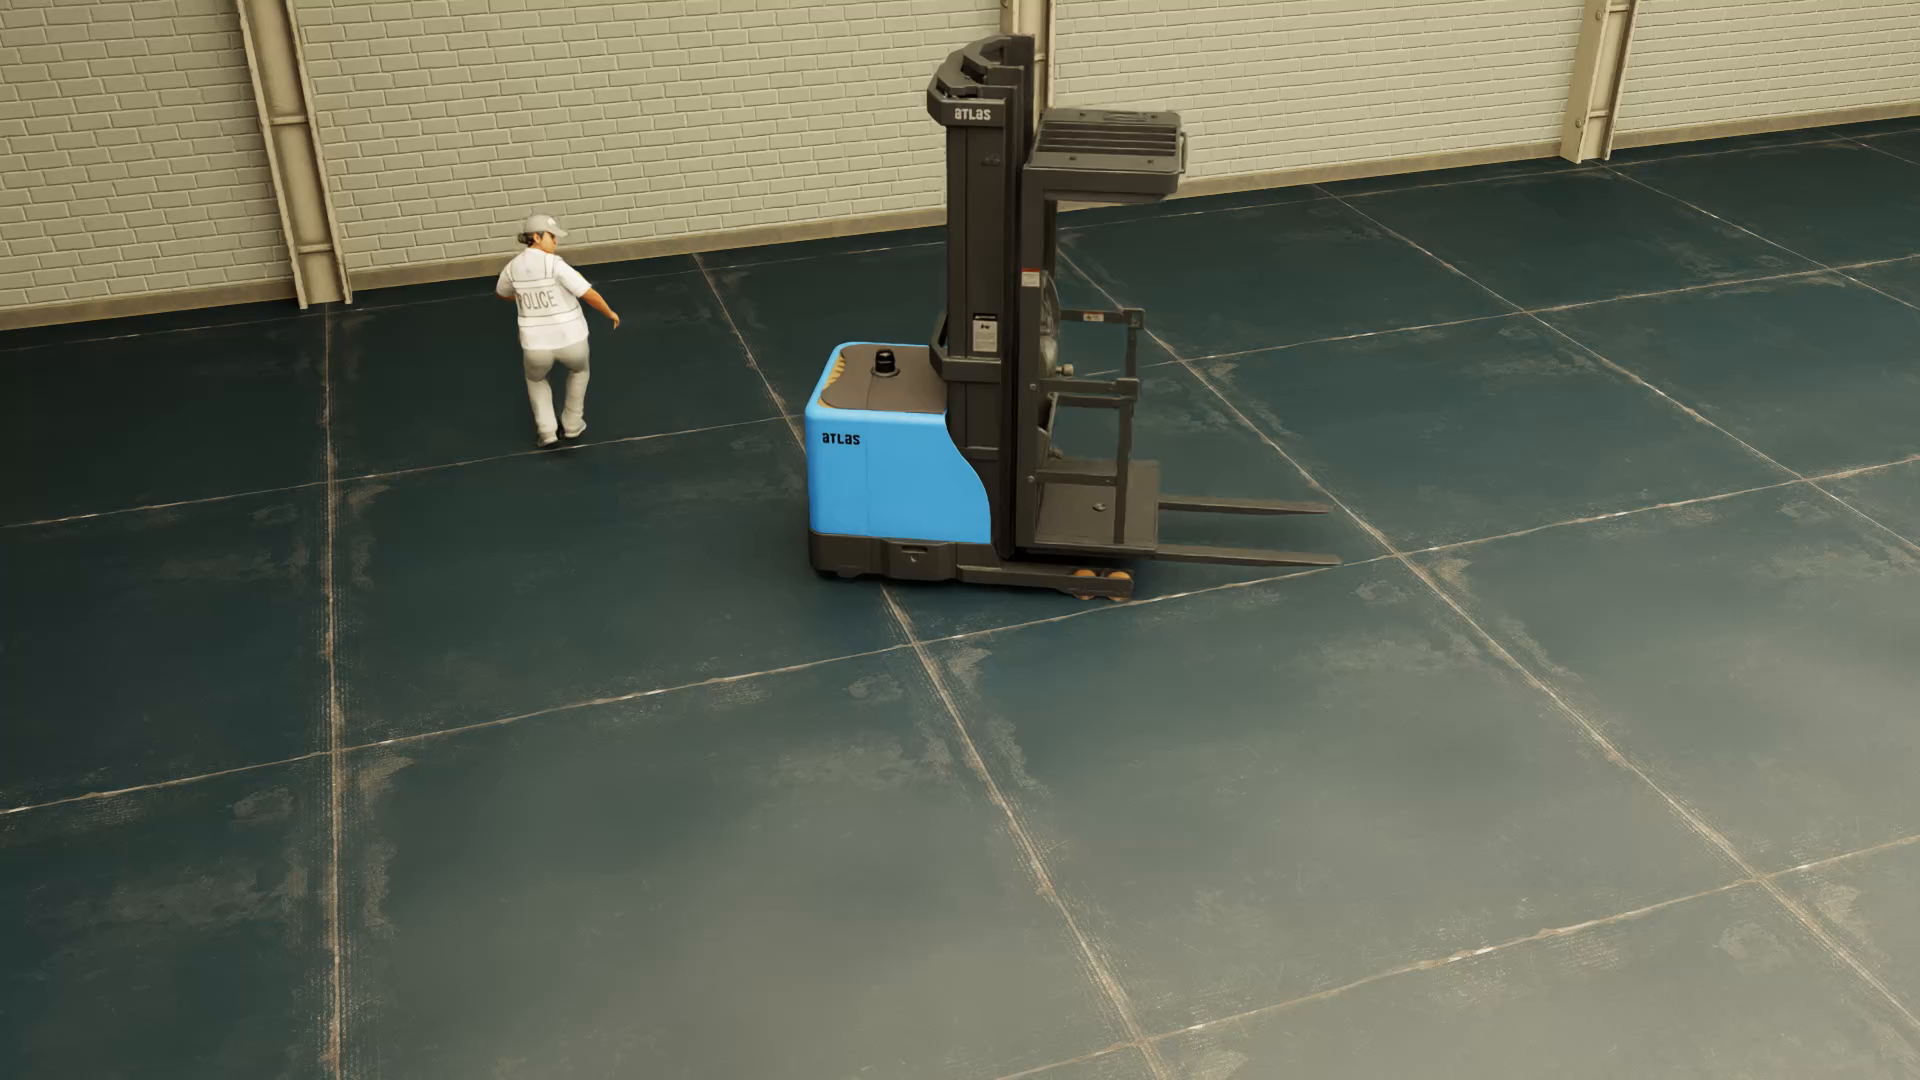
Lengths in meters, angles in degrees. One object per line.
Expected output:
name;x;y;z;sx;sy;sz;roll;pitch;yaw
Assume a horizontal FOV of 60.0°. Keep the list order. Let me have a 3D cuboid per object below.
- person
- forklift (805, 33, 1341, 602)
person;-2.622;-1.381;10.870;0.779;1.554;0.743;0;30;-1
forklift;0.684;-1.204;9.179;3.031;2.935;1.130;4;30;6
